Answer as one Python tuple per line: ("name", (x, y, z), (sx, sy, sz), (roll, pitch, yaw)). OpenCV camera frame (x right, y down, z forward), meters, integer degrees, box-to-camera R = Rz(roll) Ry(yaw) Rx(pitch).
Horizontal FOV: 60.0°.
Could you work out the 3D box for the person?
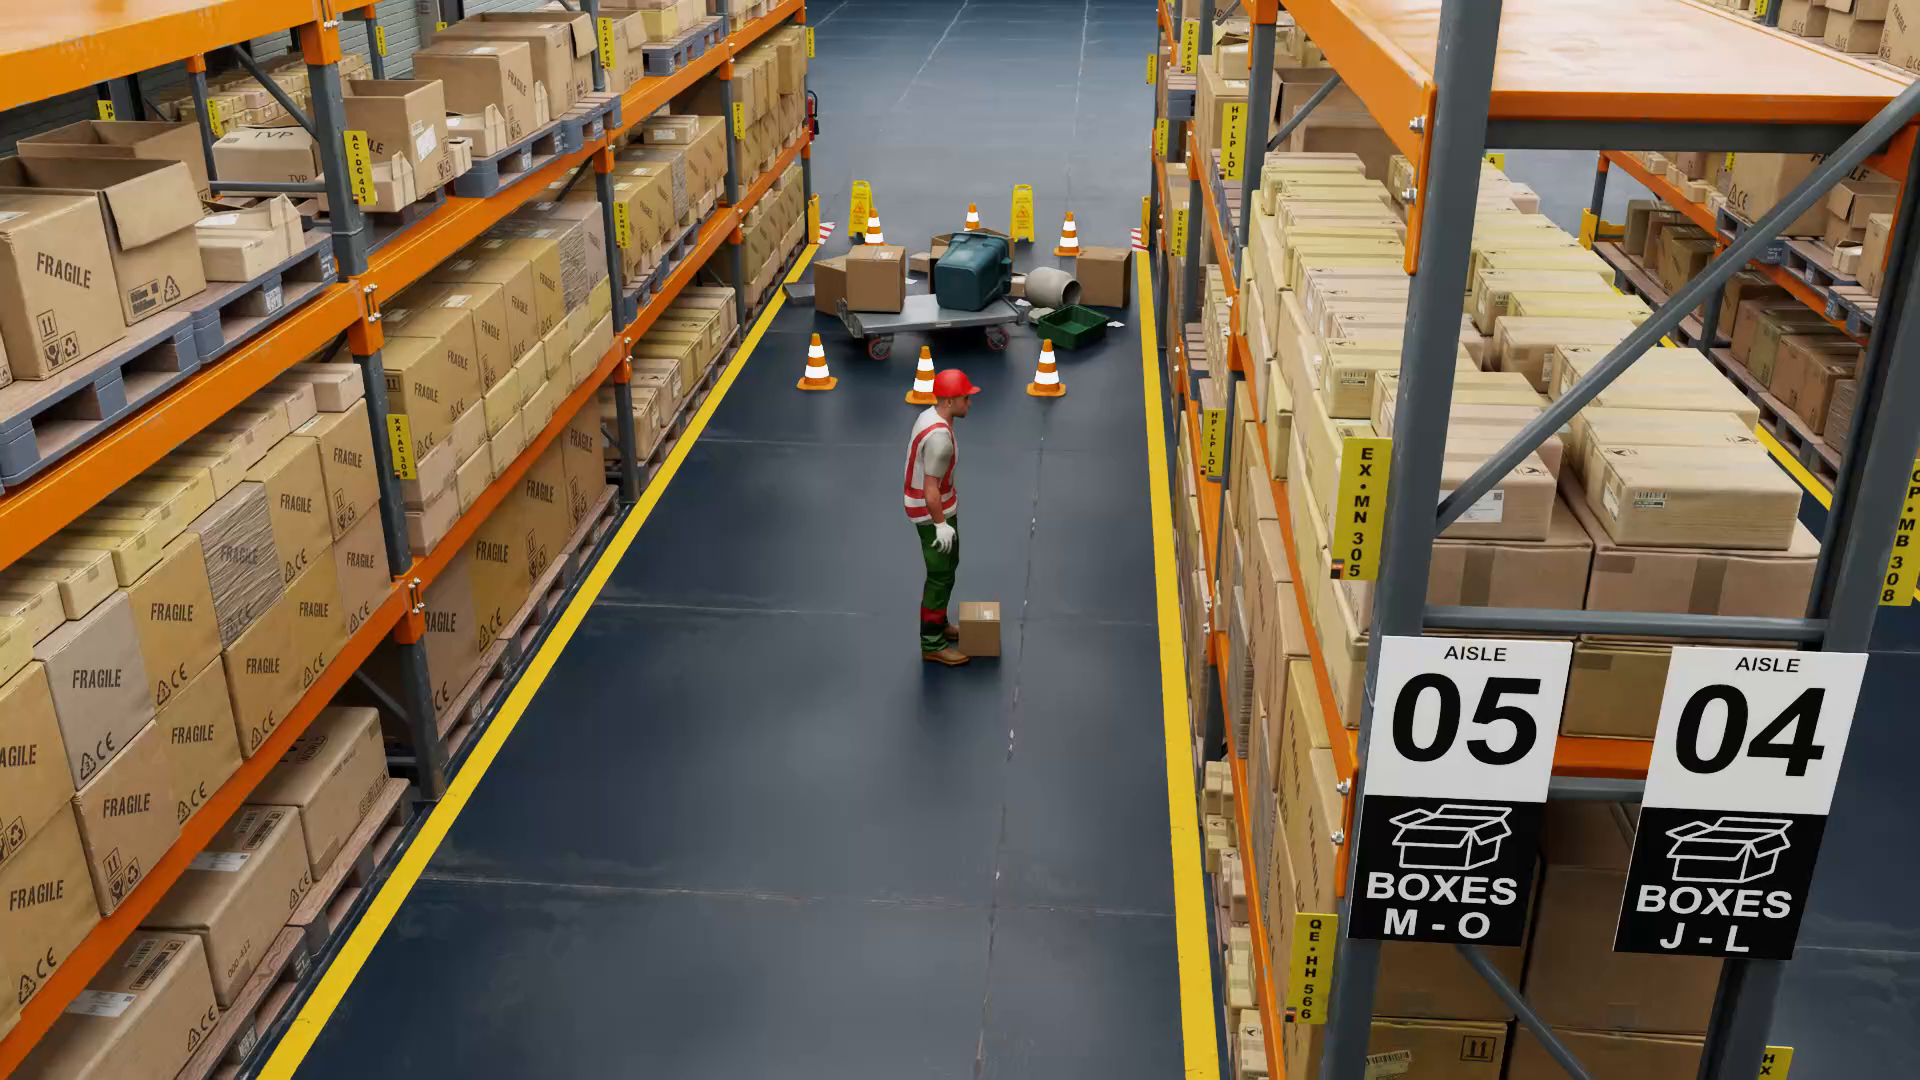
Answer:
("person", (-0.107, -0.159, 9.939), (0.451, 1.778, 0.612), (0, 24, 1))
